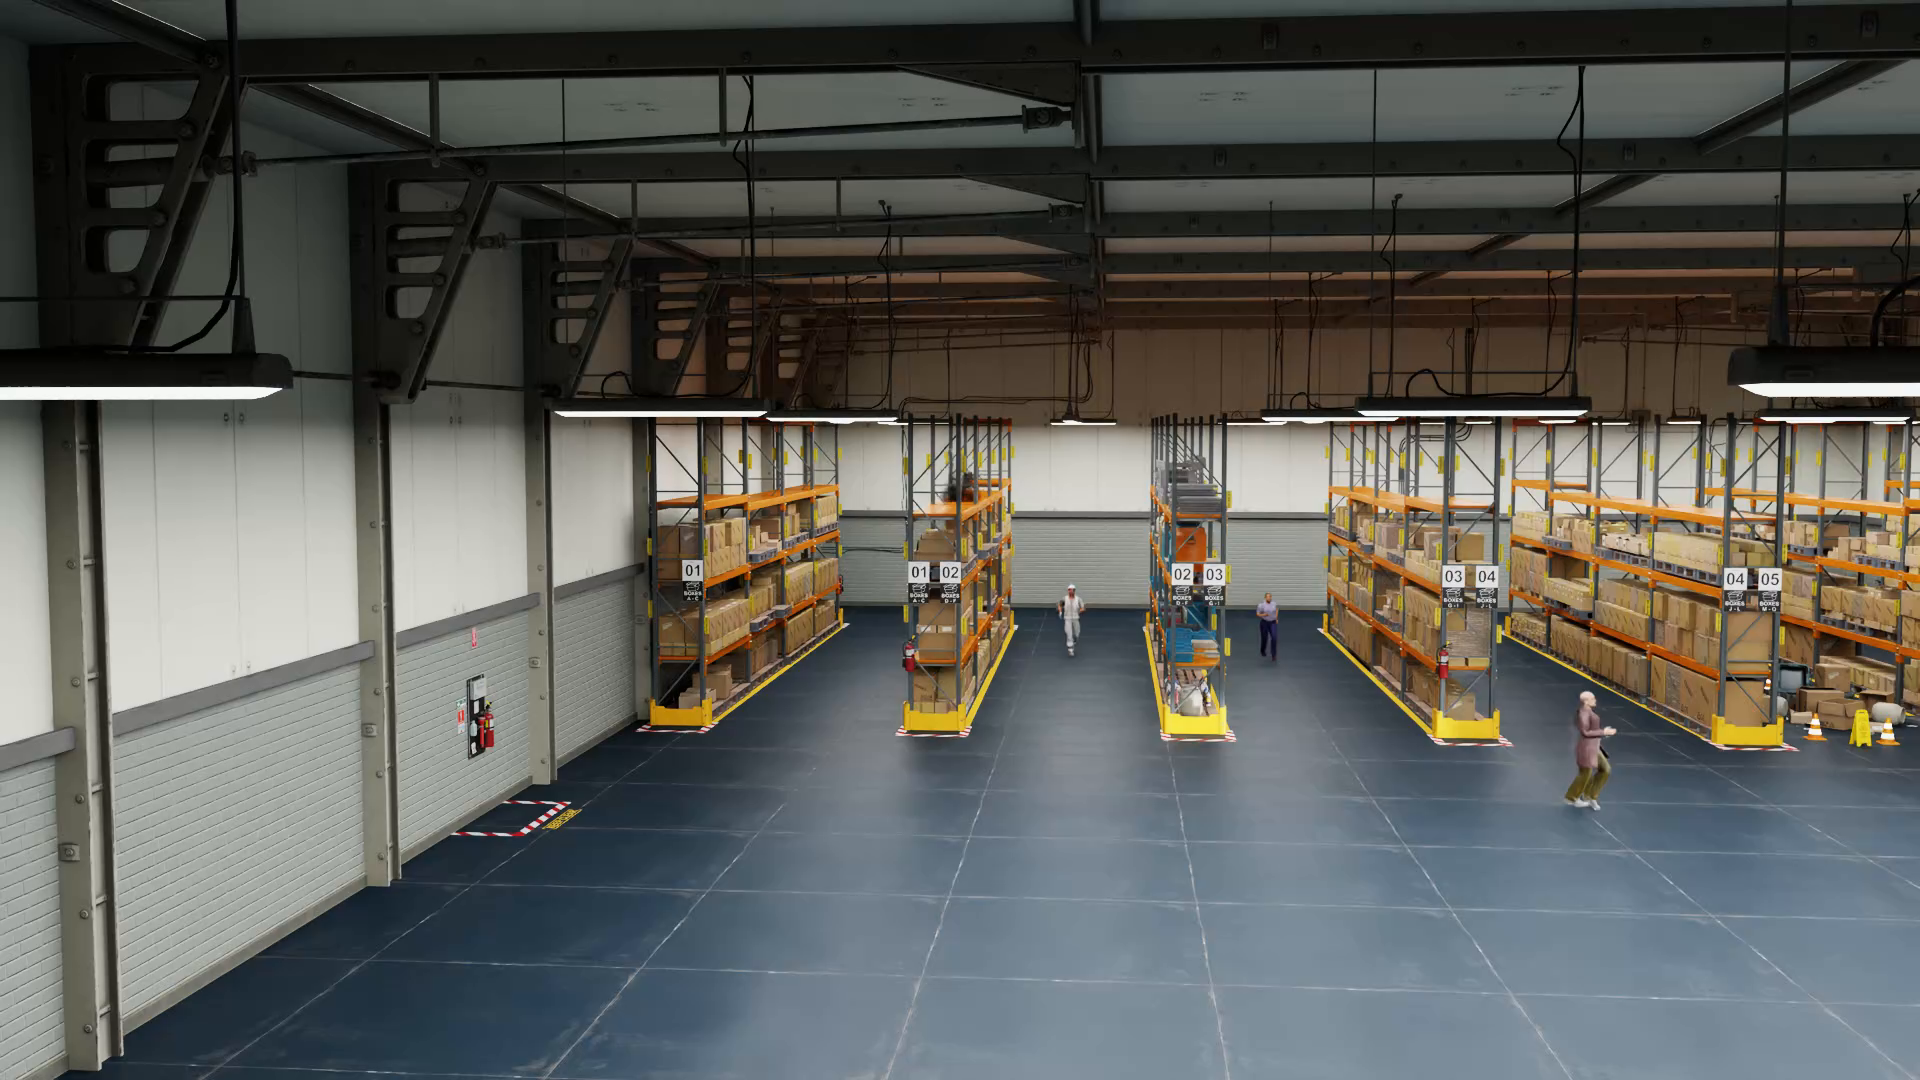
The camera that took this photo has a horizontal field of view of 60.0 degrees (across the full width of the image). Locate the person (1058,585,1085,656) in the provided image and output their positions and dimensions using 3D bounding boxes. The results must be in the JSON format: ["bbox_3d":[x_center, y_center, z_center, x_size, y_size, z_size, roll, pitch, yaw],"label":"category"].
[{"bbox_3d":[2.810,2.015,41.899,0.668,1.767,0.935,0,4,-2],"label":"person"}]

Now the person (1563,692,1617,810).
[{"bbox_3d":[9.439,3.170,24.883,0.754,1.814,0.688,3,5,33],"label":"person"}]

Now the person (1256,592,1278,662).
[{"bbox_3d":[7.605,2.140,41.096,0.593,1.704,0.816,0,4,-1],"label":"person"}]
